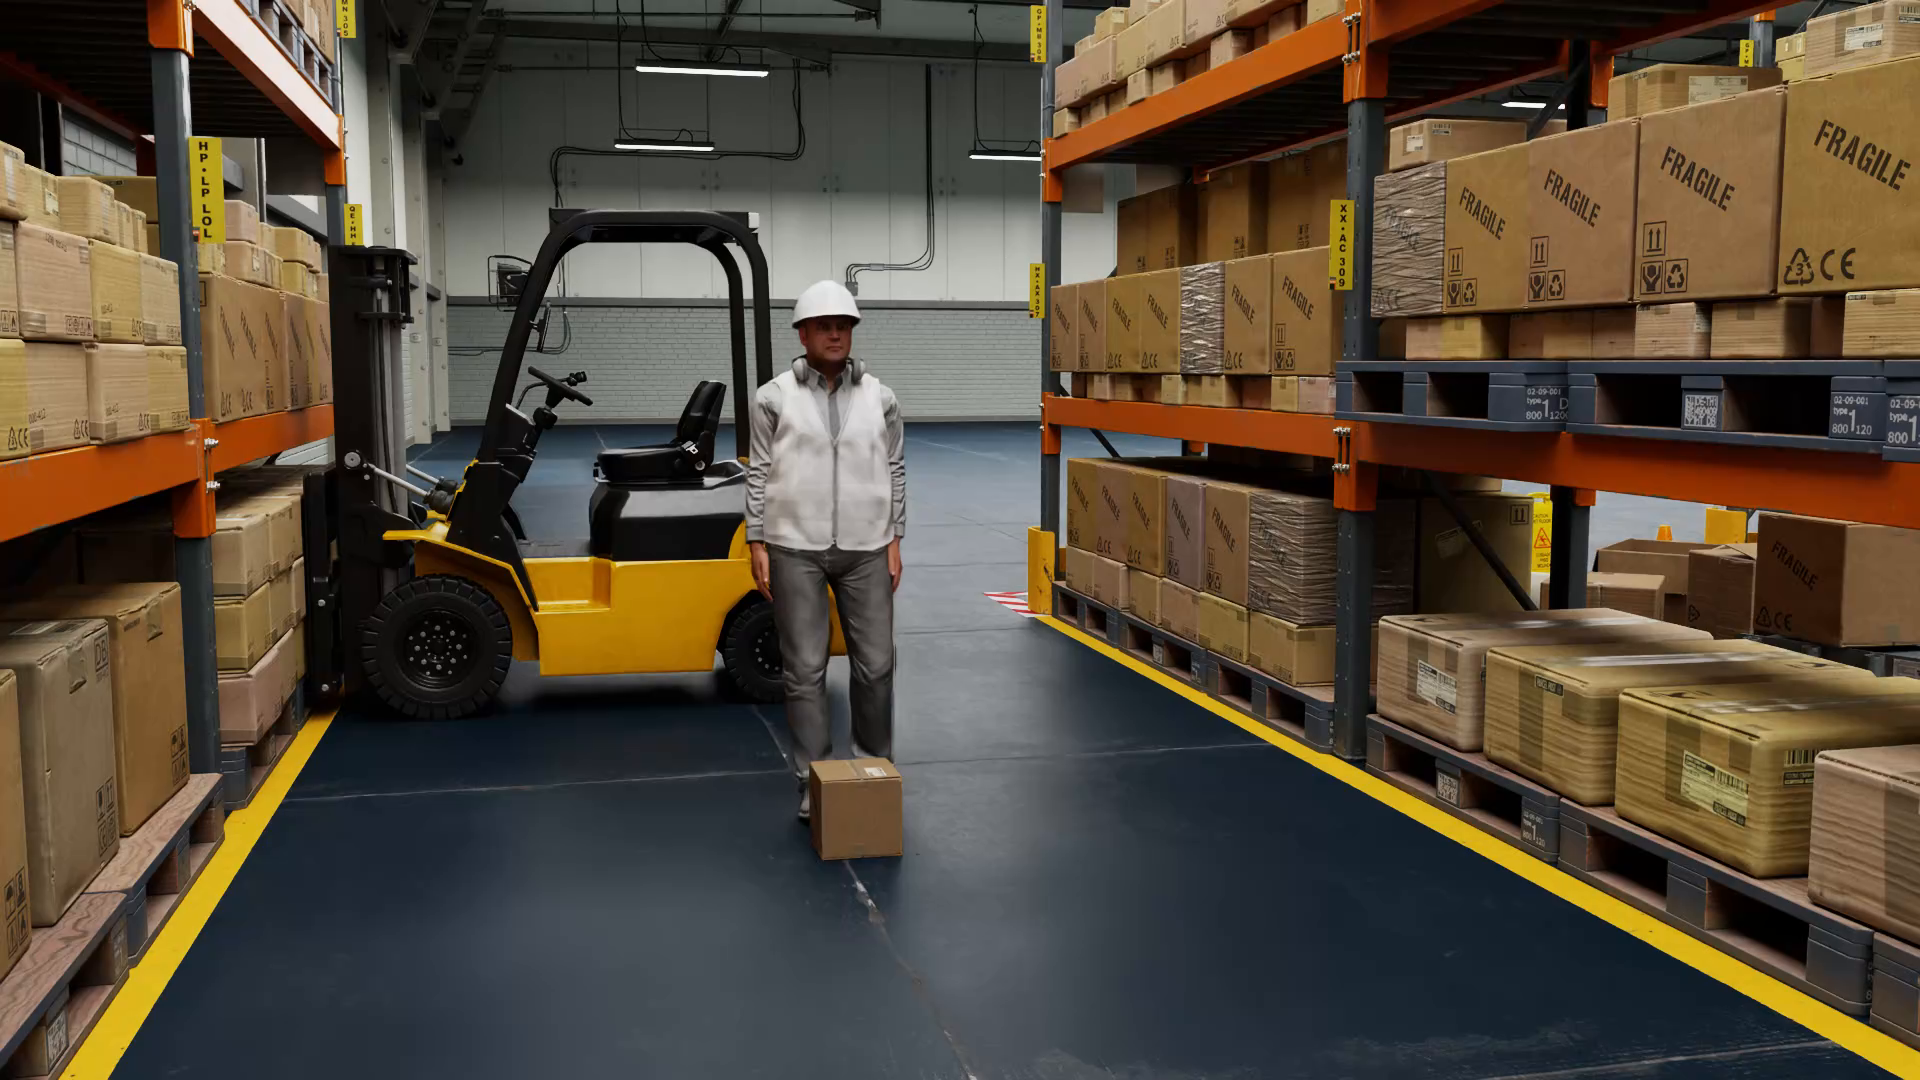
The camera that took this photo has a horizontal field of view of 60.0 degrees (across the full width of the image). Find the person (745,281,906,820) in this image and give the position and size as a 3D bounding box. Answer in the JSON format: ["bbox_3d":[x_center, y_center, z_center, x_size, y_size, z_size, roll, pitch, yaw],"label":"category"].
[{"bbox_3d":[-0.438,0.069,5.559,0.556,1.858,0.484,-1,6,-13],"label":"person"}]
